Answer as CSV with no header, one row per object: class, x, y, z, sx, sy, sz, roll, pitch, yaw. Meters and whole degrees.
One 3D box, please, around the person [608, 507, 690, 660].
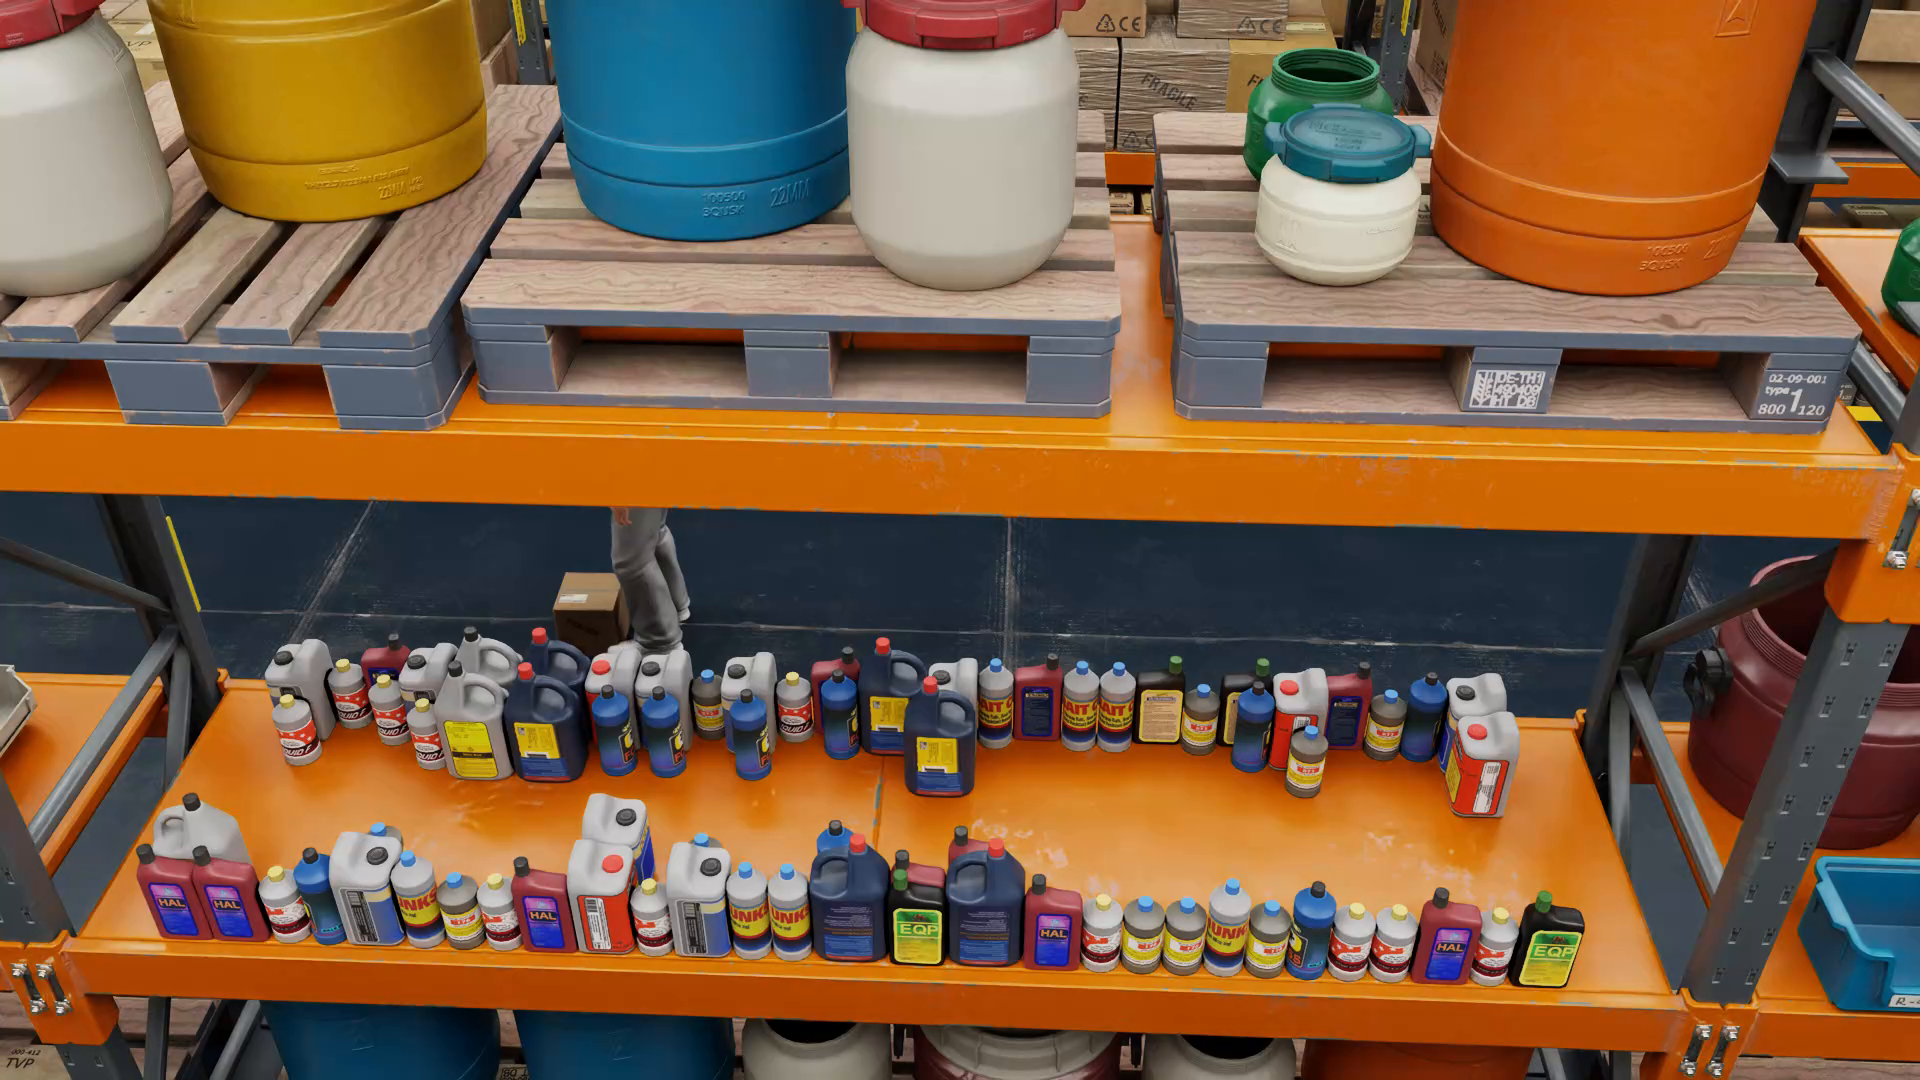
person,-1.279,-0.267,6.519,0.361,1.672,0.494,0,36,0
